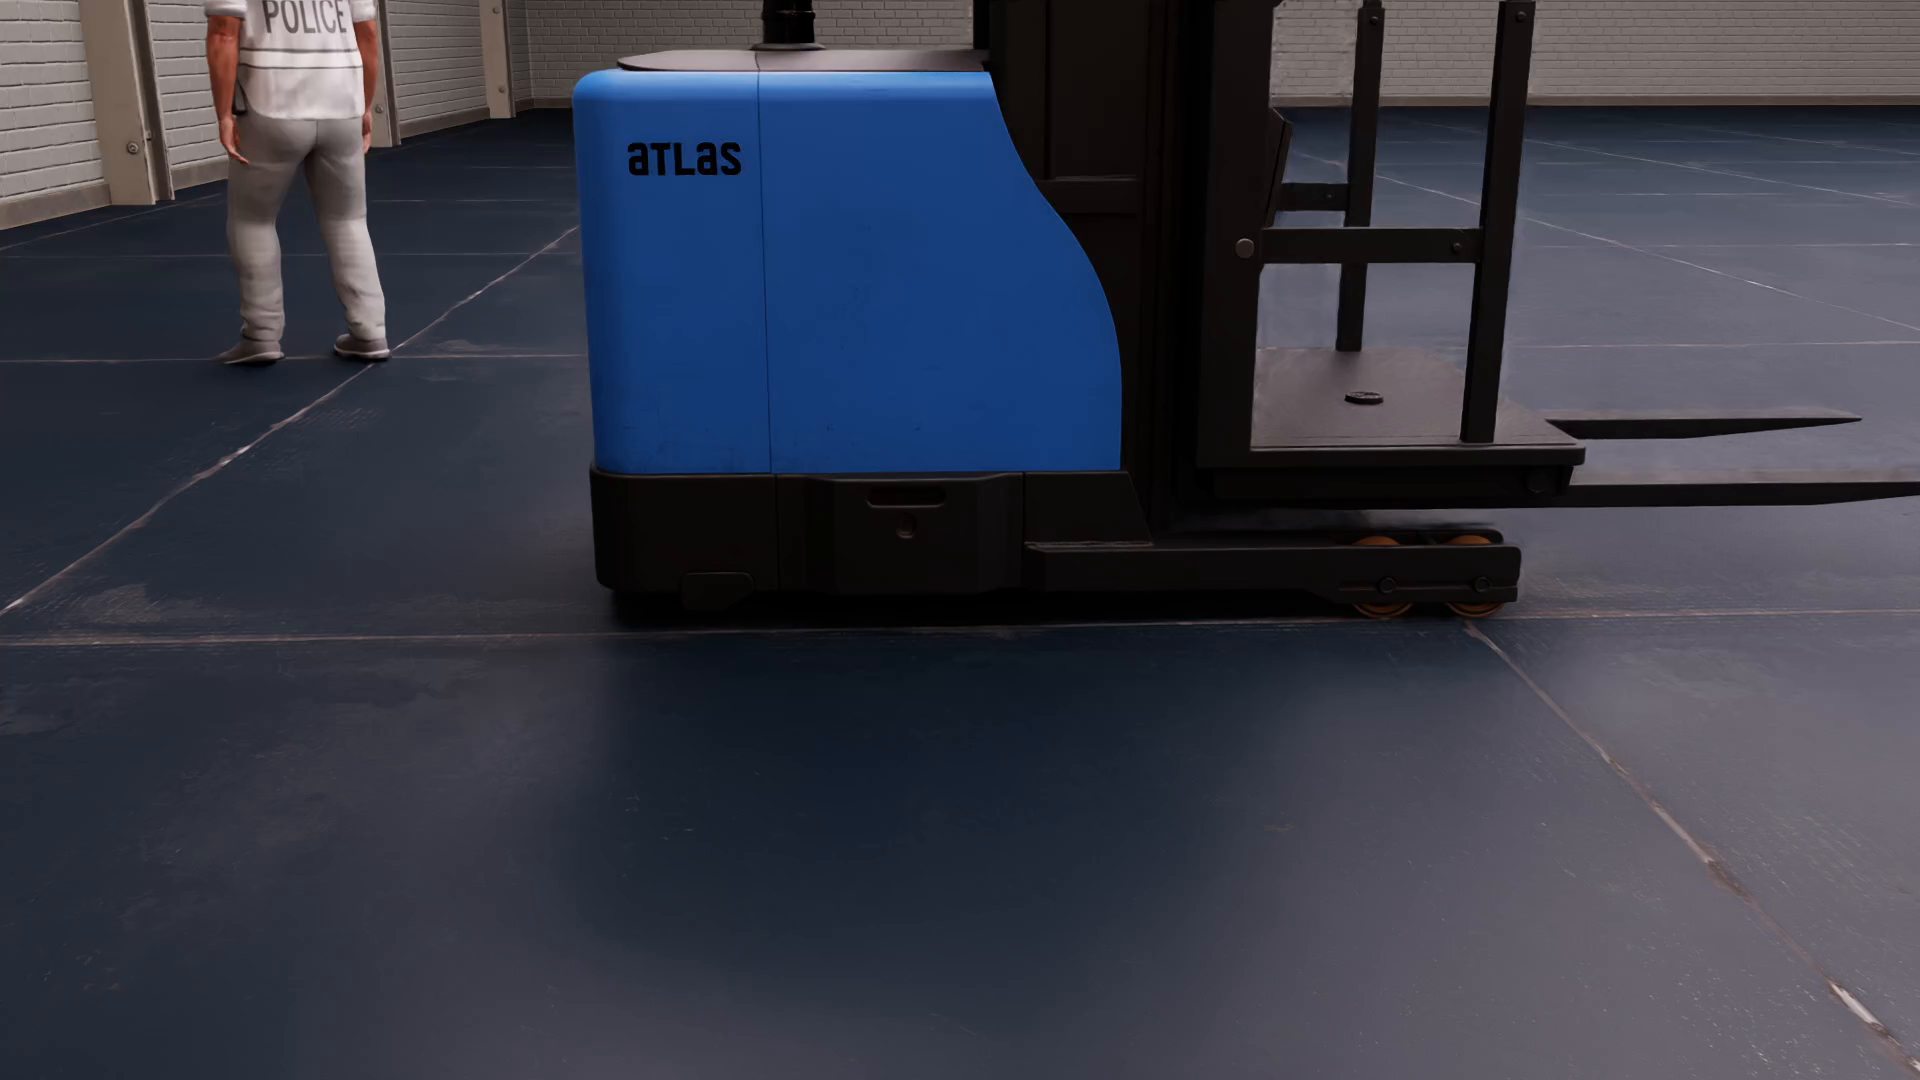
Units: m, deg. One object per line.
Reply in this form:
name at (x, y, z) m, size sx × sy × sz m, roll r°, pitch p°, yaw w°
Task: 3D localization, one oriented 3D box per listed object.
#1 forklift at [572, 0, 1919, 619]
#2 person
forklift at (0.753, -1.396, 3.470) m, size 3.031 × 2.935 × 1.130 m, roll -1°, pitch 17°, yaw -2°
person at (-2.355, -1.489, 5.866) m, size 0.613 × 1.779 × 0.509 m, roll -16°, pitch 23°, yaw -41°
